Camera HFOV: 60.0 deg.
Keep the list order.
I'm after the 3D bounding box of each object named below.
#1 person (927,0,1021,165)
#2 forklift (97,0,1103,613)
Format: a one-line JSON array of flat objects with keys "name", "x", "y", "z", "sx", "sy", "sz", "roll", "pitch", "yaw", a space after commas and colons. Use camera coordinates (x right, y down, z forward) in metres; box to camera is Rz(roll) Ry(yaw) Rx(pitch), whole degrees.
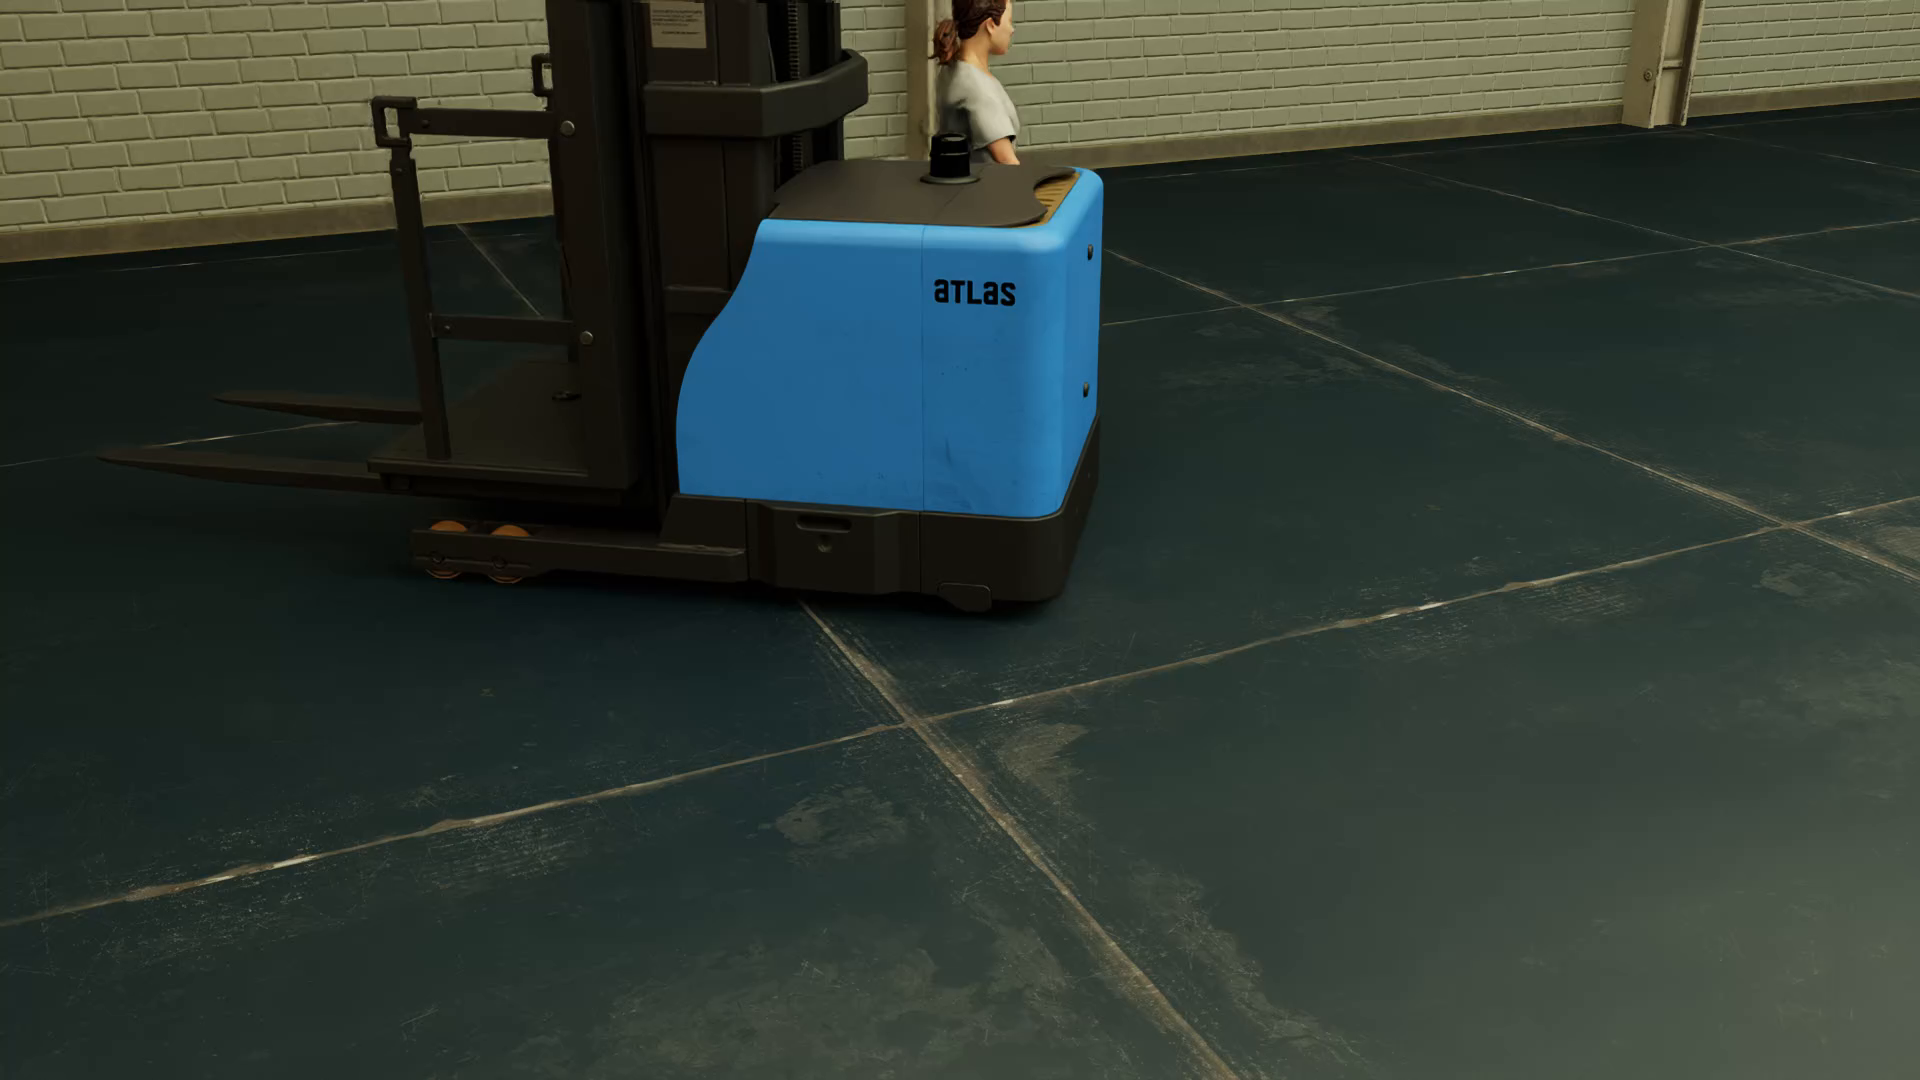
[{"name": "person", "x": 0.125, "y": -1.104, "z": 5.777, "sx": 0.478, "sy": 1.624, "sz": 0.723, "roll": -2, "pitch": 23, "yaw": -5}, {"name": "forklift", "x": -1.124, "y": -1.420, "z": 4.703, "sx": 3.031, "sy": 2.935, "sz": 1.130, "roll": 4, "pitch": 23, "yaw": 10}]
